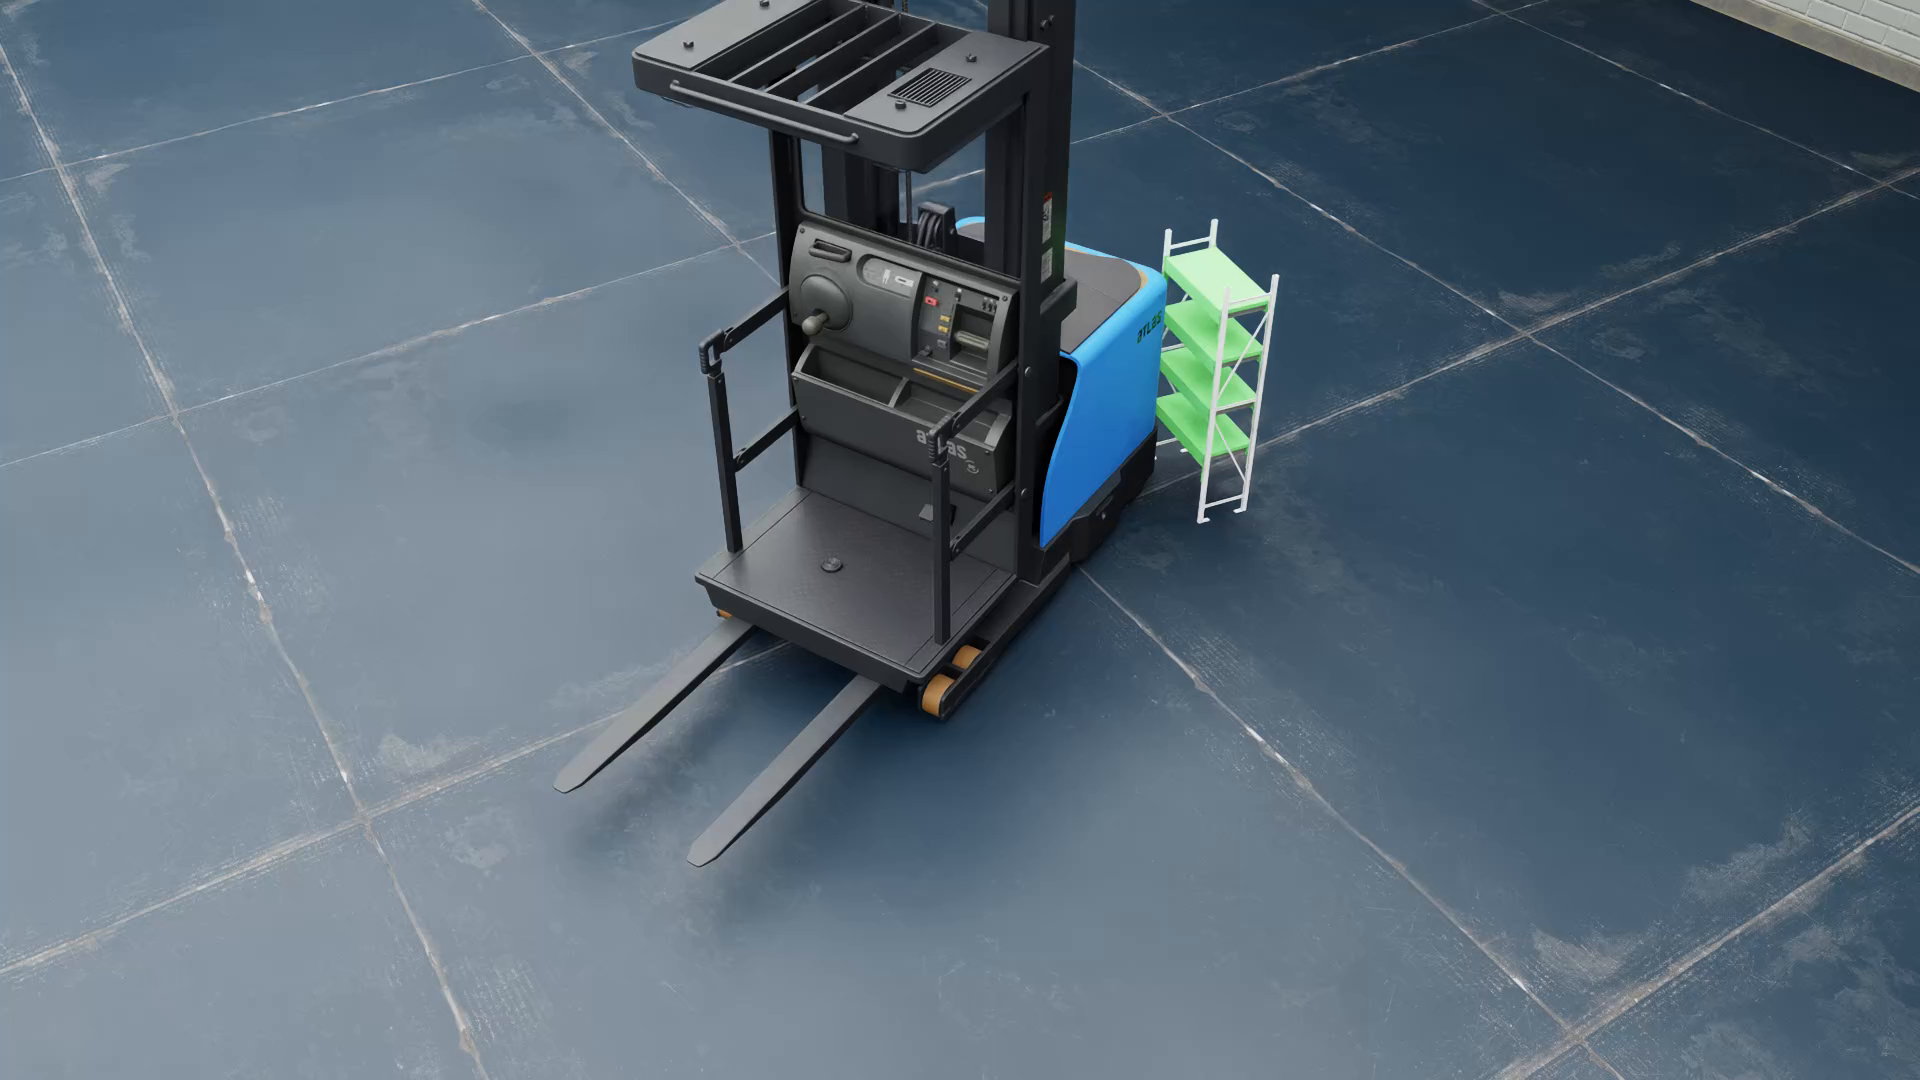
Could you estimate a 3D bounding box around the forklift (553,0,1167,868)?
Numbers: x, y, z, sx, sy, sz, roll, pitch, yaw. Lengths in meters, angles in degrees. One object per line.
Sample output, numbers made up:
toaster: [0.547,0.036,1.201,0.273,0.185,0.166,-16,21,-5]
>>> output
forklift: [-0.340,-0.787,5.905,1.130,2.935,3.031,22,45,24]

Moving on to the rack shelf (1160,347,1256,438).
rack shelf: [1.065,-0.662,7.207,0.258,0.148,0.480,-15,42,-17]

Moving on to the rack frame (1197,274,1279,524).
rack frame: [1.160,-0.567,6.994,0.240,1.200,0.015,-15,42,-17]

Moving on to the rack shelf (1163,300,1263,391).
rack shelf: [1.065,-0.846,7.053,0.258,0.148,0.480,-15,42,-17]

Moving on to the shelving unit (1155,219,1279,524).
shelving unit: [1.065,-0.711,7.166,0.258,1.200,0.503,-15,42,-17]

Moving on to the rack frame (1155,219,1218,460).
rack frame: [0.970,-0.855,7.339,0.240,1.200,0.015,-15,42,-17]

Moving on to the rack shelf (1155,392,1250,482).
rack shelf: [1.065,-0.478,7.361,0.258,0.148,0.480,-15,42,-17]

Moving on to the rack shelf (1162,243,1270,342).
rack shelf: [1.065,-1.031,6.900,0.258,0.148,0.480,-15,42,-17]
